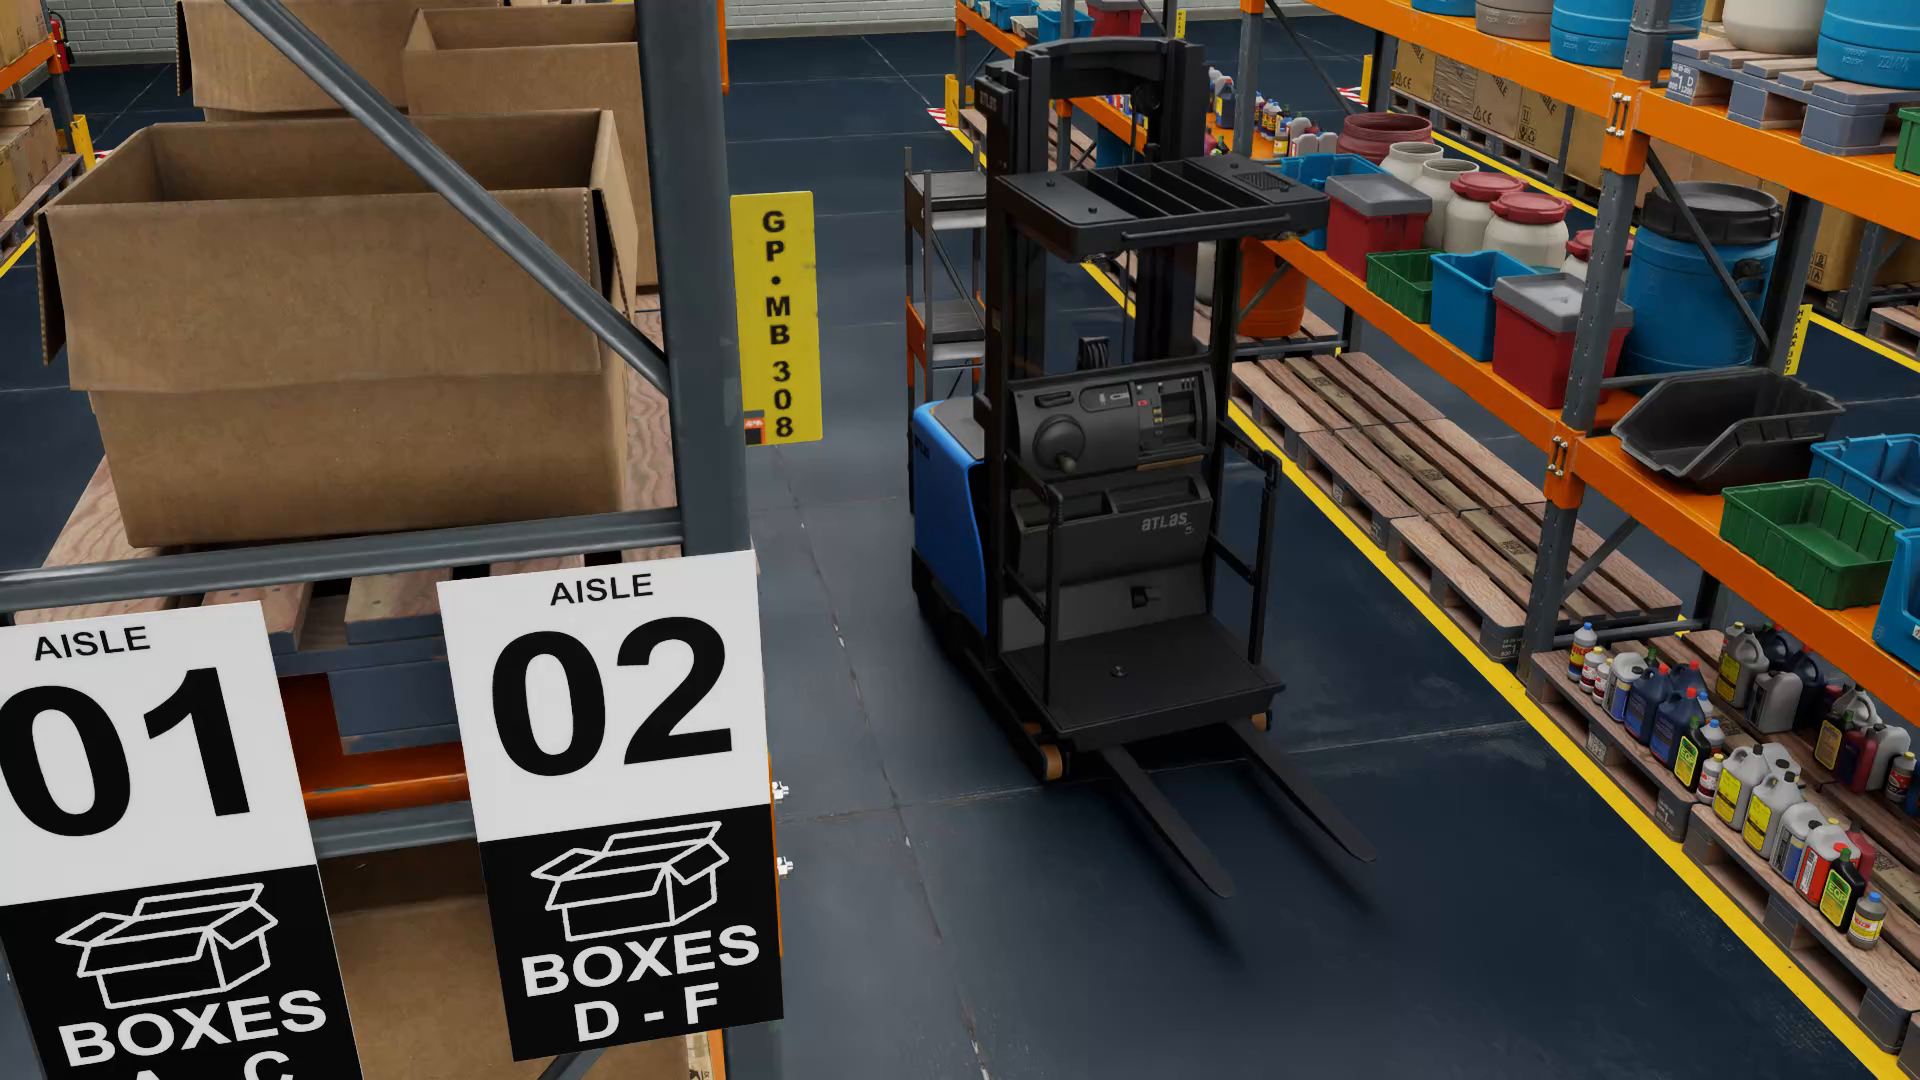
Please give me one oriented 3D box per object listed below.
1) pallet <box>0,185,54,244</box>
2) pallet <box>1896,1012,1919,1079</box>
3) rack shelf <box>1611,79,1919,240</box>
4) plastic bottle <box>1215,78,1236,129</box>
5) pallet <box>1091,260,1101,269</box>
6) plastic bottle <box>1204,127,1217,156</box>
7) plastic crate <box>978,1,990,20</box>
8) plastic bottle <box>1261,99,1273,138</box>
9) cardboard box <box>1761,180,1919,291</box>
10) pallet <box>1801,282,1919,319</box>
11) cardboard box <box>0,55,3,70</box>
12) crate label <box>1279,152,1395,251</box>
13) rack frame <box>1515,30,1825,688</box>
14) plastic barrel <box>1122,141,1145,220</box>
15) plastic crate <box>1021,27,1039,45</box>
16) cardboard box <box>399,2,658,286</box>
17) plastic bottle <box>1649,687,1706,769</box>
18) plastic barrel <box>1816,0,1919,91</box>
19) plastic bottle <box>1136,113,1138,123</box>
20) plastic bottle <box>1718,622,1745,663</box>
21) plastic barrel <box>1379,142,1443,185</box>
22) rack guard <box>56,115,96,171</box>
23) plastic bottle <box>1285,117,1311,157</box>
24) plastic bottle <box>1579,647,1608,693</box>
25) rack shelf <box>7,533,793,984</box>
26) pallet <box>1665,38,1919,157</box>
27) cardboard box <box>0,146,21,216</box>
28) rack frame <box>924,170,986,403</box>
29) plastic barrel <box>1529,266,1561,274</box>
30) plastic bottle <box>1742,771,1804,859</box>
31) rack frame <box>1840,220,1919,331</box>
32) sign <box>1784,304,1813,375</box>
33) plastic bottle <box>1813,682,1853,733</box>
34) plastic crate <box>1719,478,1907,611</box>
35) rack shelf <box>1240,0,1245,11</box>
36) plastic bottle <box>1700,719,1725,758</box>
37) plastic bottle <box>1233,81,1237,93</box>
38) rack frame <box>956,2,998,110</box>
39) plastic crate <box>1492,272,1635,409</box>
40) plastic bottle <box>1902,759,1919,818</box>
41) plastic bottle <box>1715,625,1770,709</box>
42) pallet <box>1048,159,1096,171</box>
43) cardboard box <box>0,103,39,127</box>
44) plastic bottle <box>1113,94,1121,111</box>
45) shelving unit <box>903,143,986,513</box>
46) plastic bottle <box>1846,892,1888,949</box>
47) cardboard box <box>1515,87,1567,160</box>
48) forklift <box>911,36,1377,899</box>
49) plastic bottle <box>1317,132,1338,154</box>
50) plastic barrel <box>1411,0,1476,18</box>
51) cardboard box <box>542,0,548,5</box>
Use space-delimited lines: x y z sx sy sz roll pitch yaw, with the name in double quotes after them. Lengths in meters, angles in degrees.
-8.672 -2.849 14.661 1.003 0.211 1.213 -6 27 -12 "pallet"
3.817 1.905 5.241 1.003 0.211 1.213 -6 27 -12 "pallet"
3.607 -0.850 5.074 1.077 0.370 4.000 -6 27 -12 "rack shelf"
2.010 -3.271 12.457 0.144 0.351 0.185 -6 27 -12 "plastic bottle"
1.487 -2.634 14.234 1.003 0.211 1.213 -6 27 -12 "pallet"
1.696 -2.649 11.299 0.061 0.283 0.133 -6 27 -12 "plastic bottle"
0.332 -5.298 16.644 0.250 0.136 0.298 -6 27 -12 "plastic crate"
2.265 -3.091 12.187 0.097 0.271 0.097 0 27 0 "plastic bottle"
6.945 -2.513 12.791 1.225 0.875 0.875 -7 28 -14 "cardboard box"
6.976 -2.078 13.132 1.003 0.211 1.213 -6 27 -12 "pallet"
-8.738 -4.229 13.967 0.980 0.700 0.700 -7 28 -14 "cardboard box"
2.215 -2.018 9.880 0.502 0.435 0.616 -6 27 -12 "crate label"
3.156 -0.710 7.327 1.000 3.000 0.127 -6 27 -12 "rack frame"
1.619 -2.921 13.571 0.600 0.901 0.708 -6 27 -12 "plastic barrel"
0.840 -4.590 15.253 0.437 0.125 0.590 -6 27 -12 "plastic crate"
-0.877 -0.843 3.530 0.500 0.500 0.500 -6 27 -12 "cardboard box"
2.977 0.756 6.875 0.144 0.351 0.185 -7 28 -14 "plastic bottle"
3.276 -2.012 5.557 0.600 0.901 0.708 -6 27 -12 "plastic barrel"
1.369 -3.318 12.637 0.097 0.271 0.097 0 27 0 "plastic bottle"
3.542 0.471 7.606 0.097 0.201 0.097 0 27 0 "plastic bottle"
2.695 -2.086 9.929 0.421 0.512 0.421 0 27 0 "plastic barrel"
-9.205 -3.866 16.355 1.175 0.500 0.348 -6 27 -12 "rack guard"
2.368 -2.836 11.678 0.152 0.276 0.135 -6 27 -12 "plastic bottle"
2.824 0.572 7.405 0.097 0.201 0.097 0 27 0 "plastic bottle"
-1.220 -0.348 4.081 1.077 0.370 4.000 -6 27 -12 "rack shelf"
3.414 -1.658 6.086 1.213 0.211 1.003 -6 27 -12 "pallet"
-8.591 -3.072 14.316 0.700 0.500 0.500 -5 27 -10 "cardboard box"
0.018 -0.903 8.709 0.400 2.100 0.015 -6 27 -12 "rack frame"
3.008 -1.245 8.541 0.301 0.262 0.301 0 27 0 "plastic barrel"
3.114 1.024 6.344 0.144 0.351 0.185 -5 27 -9 "plastic bottle"
7.081 -2.969 11.803 1.000 3.000 0.127 -6 27 -12 "rack frame"
3.695 -0.884 7.366 0.100 0.325 0.005 -6 27 -12 "sign"
3.703 0.711 7.038 0.061 0.283 0.133 -4 27 -8 "plastic bottle"
3.187 0.009 6.138 0.450 0.188 0.662 -6 27 -12 "plastic crate"
1.804 -4.362 12.032 1.077 0.370 4.000 -6 27 -12 "rack shelf"
3.046 0.852 6.773 0.097 0.271 0.097 0 27 0 "plastic bottle"
2.128 -3.346 12.605 0.144 0.351 0.185 -6 27 -12 "plastic bottle"
0.452 -5.978 17.764 1.000 3.000 0.127 -6 27 -12 "rack frame"
2.749 -0.920 7.672 0.402 0.464 0.583 -6 27 -12 "plastic crate"
3.807 0.957 6.565 0.097 0.271 0.097 0 27 0 "plastic bottle"
3.442 0.544 7.294 0.144 0.351 0.185 -6 27 -12 "plastic bottle"
1.150 -3.296 15.545 1.003 0.211 1.213 -6 27 -12 "pallet"
-8.680 -3.886 15.208 0.380 0.149 0.250 -5 27 -10 "cardboard box"
1.295 -3.518 13.029 0.152 0.276 0.135 -6 27 -12 "plastic bottle"
-0.037 -1.010 8.921 0.431 2.100 0.503 -6 27 -12 "shelving unit"
3.217 1.337 5.889 0.097 0.201 0.097 0 27 0 "plastic bottle"
6.108 -4.262 16.256 0.875 0.875 0.875 -6 27 -12 "cardboard box"
0.748 -0.479 6.946 1.130 2.935 3.031 -10 28 -18 "forklift"
2.472 -2.633 11.276 0.152 0.276 0.135 -6 27 -12 "plastic bottle"
2.536 -3.048 8.075 0.600 0.901 0.708 -6 27 -12 "plastic barrel"
-1.800 -1.940 6.135 0.500 0.250 0.500 -3 27 -6 "cardboard box"
